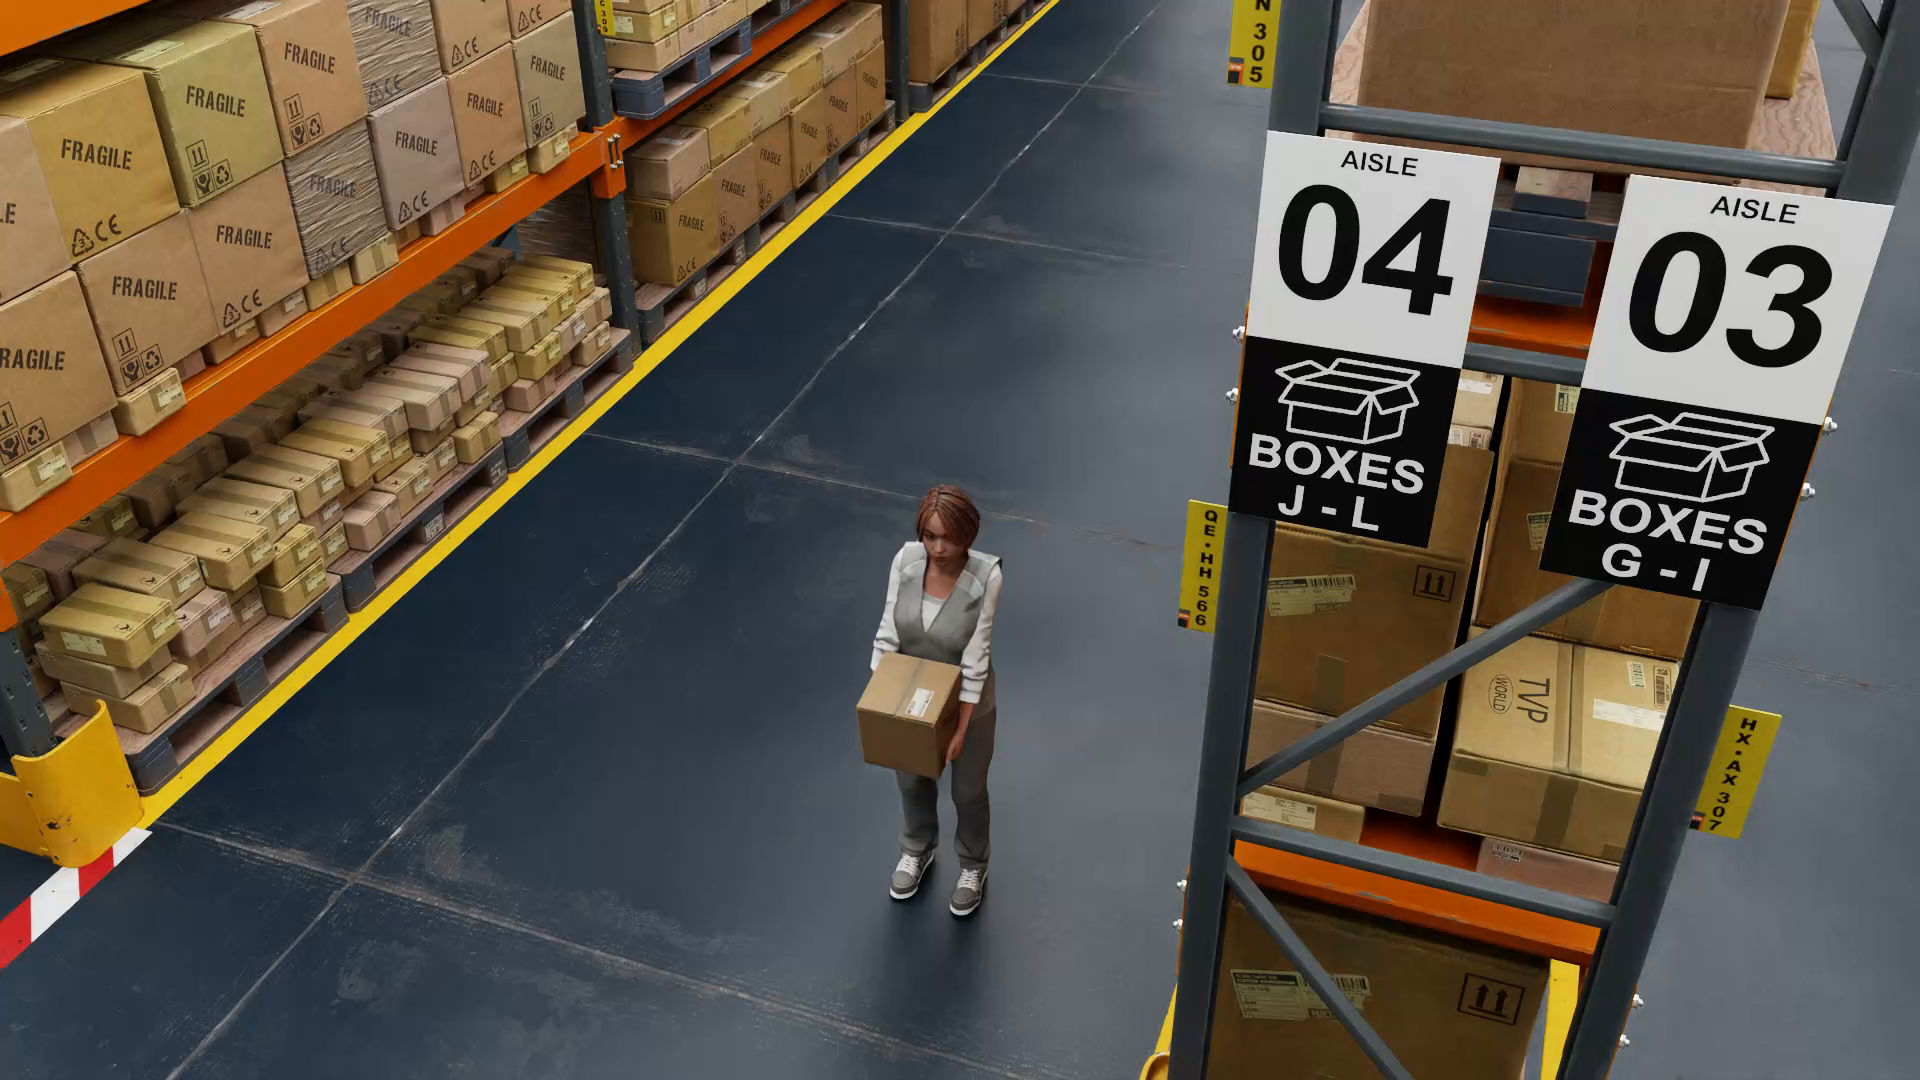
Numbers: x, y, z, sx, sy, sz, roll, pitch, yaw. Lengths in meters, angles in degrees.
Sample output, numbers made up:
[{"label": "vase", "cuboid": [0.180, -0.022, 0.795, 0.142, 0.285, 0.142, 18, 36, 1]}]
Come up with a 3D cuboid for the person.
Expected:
[{"label": "person", "cuboid": [-0.079, 0.565, 5.308, 0.375, 1.599, 0.496, 11, 35, 16]}]
